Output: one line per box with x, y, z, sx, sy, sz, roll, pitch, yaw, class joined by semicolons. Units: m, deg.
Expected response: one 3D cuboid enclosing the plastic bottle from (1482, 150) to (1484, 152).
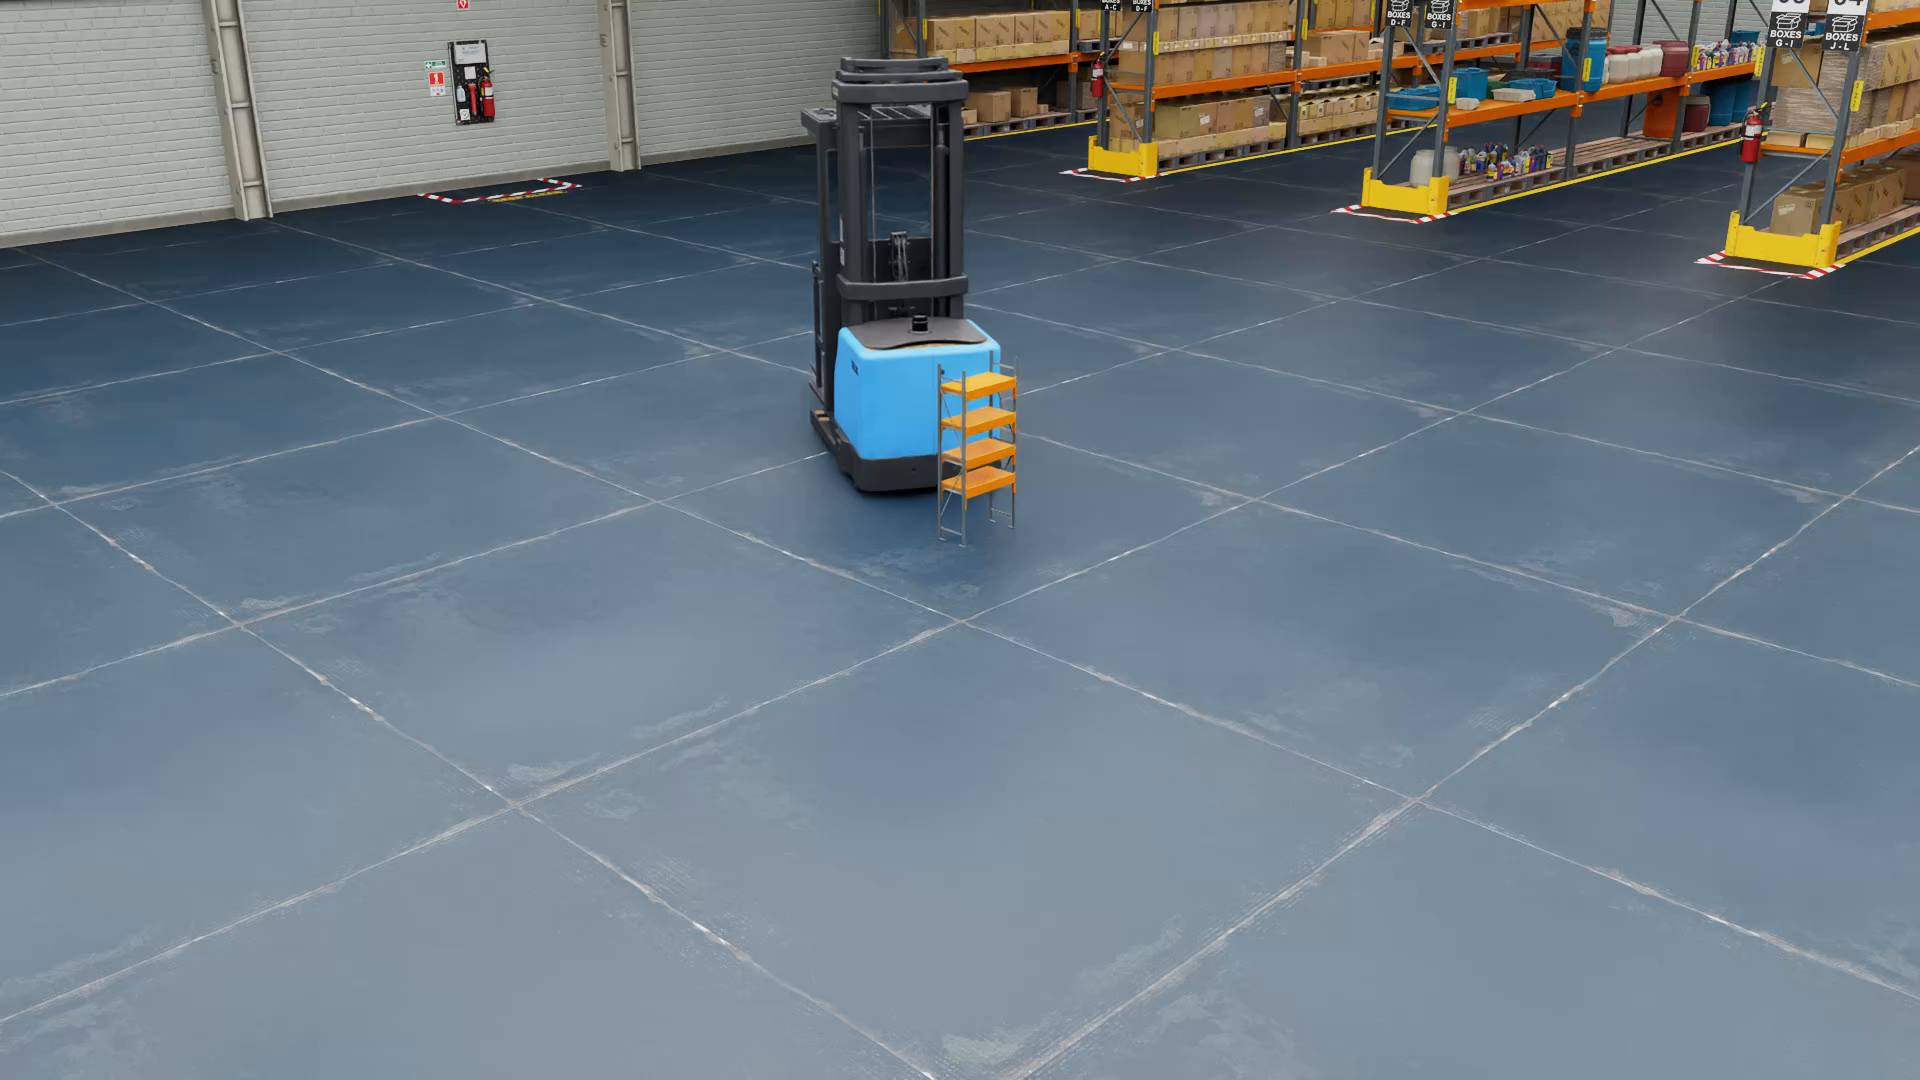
7.830;-5.710;24.939;0.097;0.271;0.097;0;21;0;plastic bottle

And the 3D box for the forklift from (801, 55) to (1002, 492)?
-0.574;-2.206;12.729;1.130;2.935;3.031;-6;22;-14;forklift

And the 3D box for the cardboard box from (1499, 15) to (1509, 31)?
11.097;-10.514;34.109;0.500;0.500;0.500;-20;28;-41;cardboard box

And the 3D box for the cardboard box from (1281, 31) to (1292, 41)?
5.315;-8.444;27.819;0.380;0.149;0.250;19;28;41;cardboard box

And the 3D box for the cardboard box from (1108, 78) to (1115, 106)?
2.626;-8.834;32.749;0.700;0.500;0.500;19;28;40;cardboard box

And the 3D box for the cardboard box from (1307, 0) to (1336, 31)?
7.770;-11.789;37.147;0.700;0.700;0.980;-20;28;-41;cardboard box

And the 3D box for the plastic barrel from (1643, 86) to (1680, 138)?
12.017;-7.319;28.375;0.600;0.830;0.708;19;28;41;plastic barrel

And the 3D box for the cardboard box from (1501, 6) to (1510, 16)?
11.099;-10.983;33.935;0.500;0.500;0.500;19;28;41;cardboard box

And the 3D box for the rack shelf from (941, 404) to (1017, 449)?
0.115;-0.749;10.914;0.258;0.148;0.480;19;28;41;rack shelf

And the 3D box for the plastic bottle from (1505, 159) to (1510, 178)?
7.904;-5.383;24.088;0.097;0.271;0.097;0;21;0;plastic bottle

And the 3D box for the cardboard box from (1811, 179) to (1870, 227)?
10.946;-4.214;20.755;0.500;0.500;0.500;-17;27;-37;cardboard box

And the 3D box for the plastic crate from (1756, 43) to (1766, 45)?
15.067;-9.288;31.359;0.437;0.125;0.590;19;28;41;plastic crate

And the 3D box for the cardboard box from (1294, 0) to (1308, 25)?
7.239;-11.527;36.301;0.500;0.500;0.500;19;28;40;cardboard box

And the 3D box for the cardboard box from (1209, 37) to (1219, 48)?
3.886;-7.918;26.450;0.380;0.149;0.250;19;28;40;cardboard box

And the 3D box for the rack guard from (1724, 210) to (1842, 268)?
9.709;-3.562;19.646;1.175;0.500;0.348;19;28;41;rack guard

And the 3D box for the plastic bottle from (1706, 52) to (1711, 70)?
12.671;-8.124;28.191;0.061;0.283;0.133;19;28;41;plastic bottle

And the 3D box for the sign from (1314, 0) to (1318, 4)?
7.776;-11.884;36.308;0.100;0.325;0.005;19;28;41;sign

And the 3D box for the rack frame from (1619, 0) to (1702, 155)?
11.688;-8.006;27.722;1.000;3.000;0.127;19;28;41;rack frame

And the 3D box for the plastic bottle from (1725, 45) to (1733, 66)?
13.303;-8.410;28.842;0.144;0.351;0.185;19;28;41;plastic bottle

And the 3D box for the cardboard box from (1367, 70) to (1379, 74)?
9.405;-11.237;39.029;0.700;0.500;0.500;19;28;40;cardboard box

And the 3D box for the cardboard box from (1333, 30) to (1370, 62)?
6.983;-8.858;29.799;0.500;0.500;0.500;17;27;38;cardboard box

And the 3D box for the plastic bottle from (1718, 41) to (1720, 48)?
13.824;-8.958;30.362;0.061;0.283;0.133;19;28;41;plastic bottle

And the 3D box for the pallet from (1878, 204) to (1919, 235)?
12.003;-4.255;21.850;1.003;0.211;1.213;19;28;41;pallet

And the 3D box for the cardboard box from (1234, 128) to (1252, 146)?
4.490;-6.699;27.569;0.500;0.250;0.500;19;28;41;cardboard box

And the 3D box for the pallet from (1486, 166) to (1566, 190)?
8.399;-5.514;25.125;1.003;0.211;1.213;19;28;41;pallet

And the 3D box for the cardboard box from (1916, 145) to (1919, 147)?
14.015;-5.334;23.643;0.500;0.500;0.700;-17;27;-38;cardboard box

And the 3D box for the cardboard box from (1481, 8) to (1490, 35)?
10.007;-10.259;32.860;0.500;0.500;0.700;-15;26;-34;cardboard box

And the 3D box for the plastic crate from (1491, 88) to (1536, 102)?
7.946;-6.374;23.844;0.530;0.136;0.437;19;28;41;plastic crate

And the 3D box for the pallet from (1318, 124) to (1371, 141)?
6.689;-7.431;30.113;1.003;0.211;1.213;19;28;41;pallet

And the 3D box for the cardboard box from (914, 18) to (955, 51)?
-0.443;-8.766;28.835;0.500;0.500;0.500;19;28;41;cardboard box

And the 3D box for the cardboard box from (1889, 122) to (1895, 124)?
11.221;-5.065;20.421;0.380;0.149;0.250;19;28;41;cardboard box

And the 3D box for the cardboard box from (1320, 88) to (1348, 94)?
6.848;-8.092;30.412;0.500;0.311;0.500;18;28;39;cardboard box

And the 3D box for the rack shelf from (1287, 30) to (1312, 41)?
5.985;-10.664;35.640;1.077;0.370;4.000;19;28;41;rack shelf

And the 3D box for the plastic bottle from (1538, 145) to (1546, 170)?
8.655;-5.709;24.825;0.144;0.351;0.185;18;28;39;plastic bottle

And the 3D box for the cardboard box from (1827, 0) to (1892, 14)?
10.177;-6.099;18.789;0.500;0.250;0.500;-19;28;-40;cardboard box

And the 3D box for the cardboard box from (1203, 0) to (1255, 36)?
4.345;-8.496;27.050;0.700;0.500;0.500;19;28;41;cardboard box

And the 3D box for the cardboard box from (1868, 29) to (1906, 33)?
11.603;-6.209;21.100;0.500;0.500;0.500;19;28;41;cardboard box

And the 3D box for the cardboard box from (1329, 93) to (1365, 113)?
6.890;-7.832;29.736;0.500;0.311;0.500;-19;28;-41;cardboard box

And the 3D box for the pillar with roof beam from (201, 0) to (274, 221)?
-6.409;-7.463;17.950;9.100;9.000;0.400;19;28;41;pillar with roof beam

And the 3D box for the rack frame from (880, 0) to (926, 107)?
-0.991;-8.429;28.823;1.000;3.000;0.127;19;28;41;rack frame

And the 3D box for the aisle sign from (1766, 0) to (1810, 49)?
9.398;-5.982;18.834;0.394;0.787;0.004;19;28;41;aisle sign

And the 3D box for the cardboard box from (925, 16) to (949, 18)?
-0.456;-9.019;29.496;0.500;0.500;0.500;-20;29;-41;cardboard box

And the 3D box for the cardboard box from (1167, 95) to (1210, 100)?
3.759;-7.054;27.448;0.500;0.500;0.500;19;28;41;cardboard box

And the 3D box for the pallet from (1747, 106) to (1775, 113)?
15.815;-8.246;32.235;1.003;0.211;1.213;19;28;41;pallet

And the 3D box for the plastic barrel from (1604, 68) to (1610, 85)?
9.931;-7.215;25.857;0.301;0.262;0.301;0;21;0;plastic barrel

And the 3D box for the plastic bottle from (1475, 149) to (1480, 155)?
7.761;-5.731;24.976;0.133;0.283;0.061;-19;28;-40;plastic bottle

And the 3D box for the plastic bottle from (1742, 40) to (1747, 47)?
13.968;-8.729;29.672;0.144;0.351;0.185;19;28;41;plastic bottle

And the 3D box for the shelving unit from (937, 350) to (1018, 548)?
0.115;-0.603;10.970;0.258;1.200;0.503;19;28;41;shelving unit

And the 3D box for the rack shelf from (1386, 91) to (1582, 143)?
7.503;-6.128;23.839;1.077;0.370;4.000;19;28;41;rack shelf

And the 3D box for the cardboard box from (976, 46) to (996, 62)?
0.289;-8.681;29.659;0.500;0.250;0.500;19;28;40;cardboard box

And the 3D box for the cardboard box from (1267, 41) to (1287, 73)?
5.046;-8.149;27.956;0.700;0.500;0.500;18;28;39;cardboard box

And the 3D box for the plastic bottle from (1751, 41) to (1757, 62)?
14.072;-8.693;29.578;0.144;0.351;0.185;19;28;41;plastic bottle

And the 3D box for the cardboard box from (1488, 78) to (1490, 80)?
10.092;-8.861;32.818;0.500;0.500;0.500;20;29;41;cardboard box

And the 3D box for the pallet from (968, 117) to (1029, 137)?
0.505;-7.659;30.706;1.003;0.211;1.213;19;28;41;pallet

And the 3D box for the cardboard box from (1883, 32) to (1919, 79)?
11.632;-5.948;20.422;0.500;0.500;0.500;19;28;41;cardboard box
